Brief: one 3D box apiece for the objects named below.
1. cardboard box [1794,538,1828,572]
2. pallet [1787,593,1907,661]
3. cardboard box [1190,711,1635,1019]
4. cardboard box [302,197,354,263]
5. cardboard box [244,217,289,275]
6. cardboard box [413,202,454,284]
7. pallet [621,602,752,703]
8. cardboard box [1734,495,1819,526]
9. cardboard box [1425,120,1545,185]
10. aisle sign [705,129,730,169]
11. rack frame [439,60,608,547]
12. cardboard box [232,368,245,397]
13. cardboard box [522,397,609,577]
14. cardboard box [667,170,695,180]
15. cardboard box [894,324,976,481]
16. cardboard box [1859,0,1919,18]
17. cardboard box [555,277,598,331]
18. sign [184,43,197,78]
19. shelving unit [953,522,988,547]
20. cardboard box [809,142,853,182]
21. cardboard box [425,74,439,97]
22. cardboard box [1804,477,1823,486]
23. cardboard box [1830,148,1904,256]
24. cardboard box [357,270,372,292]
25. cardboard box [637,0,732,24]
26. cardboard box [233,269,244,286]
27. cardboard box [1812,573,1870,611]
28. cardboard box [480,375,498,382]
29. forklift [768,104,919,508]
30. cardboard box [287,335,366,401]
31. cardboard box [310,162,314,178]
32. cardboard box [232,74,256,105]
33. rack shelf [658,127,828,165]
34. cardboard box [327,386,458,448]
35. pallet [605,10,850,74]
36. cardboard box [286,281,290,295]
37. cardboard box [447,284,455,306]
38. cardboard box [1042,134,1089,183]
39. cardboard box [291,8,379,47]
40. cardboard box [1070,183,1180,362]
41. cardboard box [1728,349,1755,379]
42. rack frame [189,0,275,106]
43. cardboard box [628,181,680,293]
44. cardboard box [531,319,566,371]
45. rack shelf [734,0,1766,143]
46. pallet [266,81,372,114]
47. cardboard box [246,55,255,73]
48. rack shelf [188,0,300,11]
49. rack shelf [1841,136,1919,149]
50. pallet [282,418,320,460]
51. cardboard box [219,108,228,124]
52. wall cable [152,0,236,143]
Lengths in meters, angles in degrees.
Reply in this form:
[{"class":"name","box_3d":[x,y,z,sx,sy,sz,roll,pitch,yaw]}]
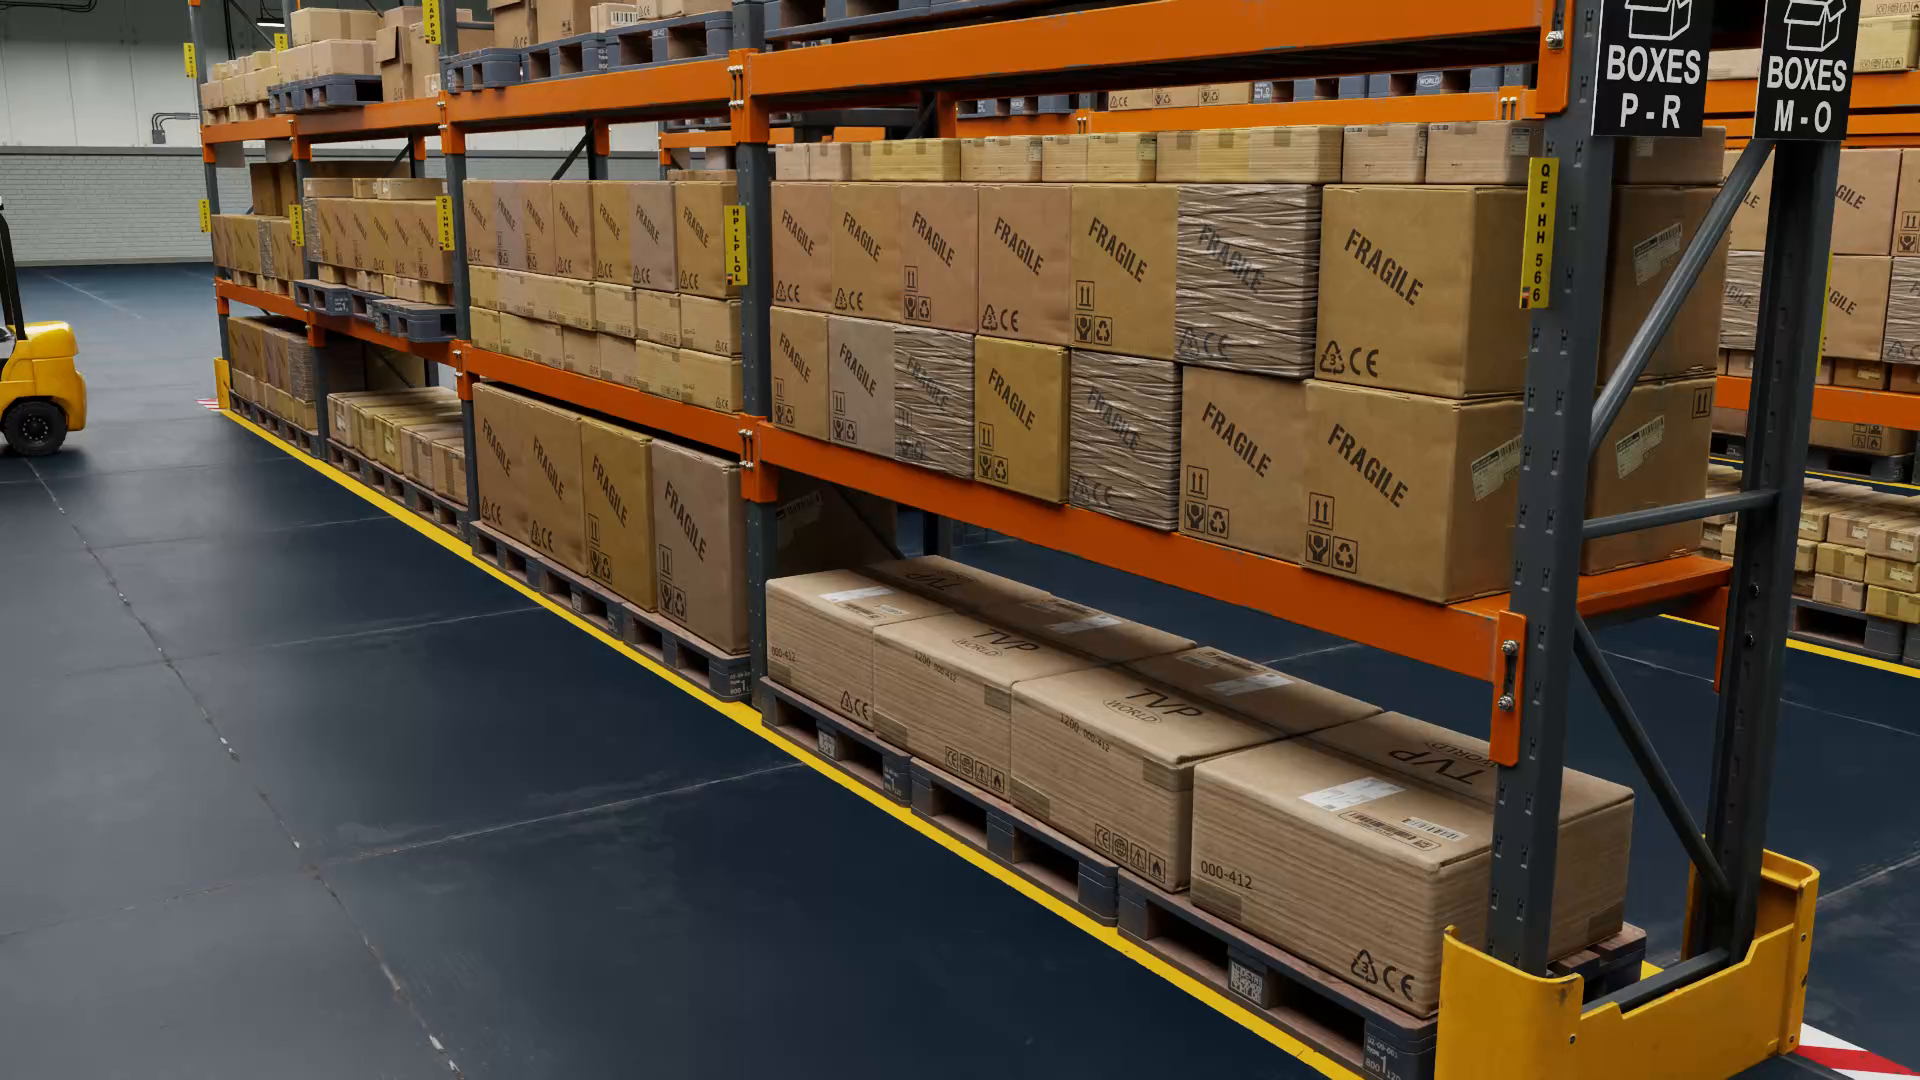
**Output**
[{"class":"cardboard box","box_3d":[4.379,0.049,8.611,0.380,0.149,0.250,-8,15,-32]},{"class":"pallet","box_3d":[4.664,0.326,8.876,1.003,0.211,1.213,-8,15,-33]},{"class":"cardboard box","box_3d":[1.285,0.888,4.795,0.875,0.438,0.875,-9,15,-35]},{"class":"cardboard box","box_3d":[-4.894,-2.469,13.219,0.500,0.500,0.500,-8,14,-31]},{"class":"cardboard box","box_3d":[-6.238,-2.704,15.275,0.500,0.500,0.500,-8,15,-34]},{"class":"cardboard box","box_3d":[-3.182,-1.923,10.721,0.500,0.500,0.500,-9,15,-34]},{"class":"pallet","box_3d":[-0.973,0.469,8.221,1.003,0.211,1.213,-8,15,-33]},{"class":"cardboard box","box_3d":[4.342,-0.153,8.839,0.380,0.149,0.250,-9,15,-35]},{"class":"cardboard box","box_3d":[1.368,-0.947,4.080,0.380,0.149,0.250,-8,15,-32]},{"class":"aisle sign","box_3d":[-2.856,-4.821,19.799,0.394,0.787,0.004,-8,15,-33]},{"class":"rack frame","box_3d":[-2.699,-1.476,10.589,1.000,3.000,0.127,-8,15,-33]},{"class":"cardboard box","box_3d":[-6.914,-1.584,16.539,0.500,0.250,0.500,-8,15,-33]},{"class":"cardboard box","box_3d":[-1.894,-0.351,9.437,0.875,0.875,0.875,-8,15,-32]},{"class":"cardboard box","box_3d":[-2.893,-4.033,19.403,0.875,0.550,0.550,-8,15,-33]},{"class":"cardboard box","box_3d":[0.105,-0.520,5.983,0.500,0.500,0.500,-8,15,-32]},{"class":"cardboard box","box_3d":[4.496,-2.618,7.974,0.500,0.250,0.500,-9,15,-35]},{"class":"cardboard box","box_3d":[-1.802,-1.254,8.754,0.500,0.250,0.500,-8,15,-32]},{"class":"sign","box_3d":[-7.583,-4.727,16.388,0.100,0.325,0.005,-8,15,-33]},{"class":"shelving unit","box_3d":[0.030,-0.503,10.706,0.215,1.050,0.252,-8,15,-33]},{"class":"cardboard box","box_3d":[-0.368,-1.488,6.553,0.380,0.149,0.250,-8,15,-32]},{"class":"cardboard box","box_3d":[-3.192,-2.893,10.636,0.380,0.149,0.250,-8,15,-33]},{"class":"cardboard box","box_3d":[4.621,-0.262,9.337,0.380,0.149,0.250,-9,15,-35]},{"class":"cardboard box","box_3d":[4.466,-1.667,8.192,0.500,0.500,0.500,-9,15,-35]},{"class":"cardboard box","box_3d":[-4.173,-1.899,12.129,0.380,0.149,0.250,-7,14,-31]},{"class":"cardboard box","box_3d":[-1.145,-2.523,7.584,0.500,0.311,0.500,-8,15,-33]},{"class":"cardboard box","box_3d":[-6.782,-2.540,16.046,0.380,0.149,0.250,-8,15,-32]},{"class":"cardboard box","box_3d":[4.556,0.239,8.436,0.380,0.149,0.250,-8,15,-32]},{"class":"cardboard box","box_3d":[-4.376,-1.319,15.717,0.500,0.500,0.500,1,12,6]},{"class":"forklift","box_3d":[-0.964,-1.900,12.688,1.130,2.935,3.031,-6,14,-24]},{"class":"cardboard box","box_3d":[-5.466,-1.489,14.347,0.500,0.500,0.500,-8,15,-34]},{"class":"cardboard box","box_3d":[-5.498,-3.160,15.019,0.700,0.500,0.500,-8,15,-34]},{"class":"cardboard box","box_3d":[-6.229,-4.042,14.957,0.500,0.250,0.500,-8,15,-32]},{"class":"rack shelf","box_3d":[-1.958,-4.261,17.987,1.077,0.370,4.000,-8,15,-33]},{"class":"cardboard box","box_3d":[-4.622,-1.016,13.653,0.950,0.372,0.625,-8,15,-32]},{"class":"pallet","box_3d":[-1.031,-2.294,7.755,0.805,0.209,1.217,-9,15,-35]},{"class":"cardboard box","box_3d":[-5.696,-2.231,14.629,0.380,0.149,0.250,-8,15,-34]},{"class":"cardboard box","box_3d":[-3.076,-1.589,10.711,0.380,0.149,0.250,-7,14,-31]},{"class":"cardboard box","box_3d":[0.486,-1.217,5.312,0.380,0.149,0.250,-8,14,-31]},{"class":"cardboard box","box_3d":[-4.640,-3.790,12.348,0.500,0.250,0.500,-8,15,-34]},{"class":"cardboard box","box_3d":[0.683,-0.826,5.042,0.500,0.500,0.500,-8,15,-33]},{"class":"cardboard box","box_3d":[4.237,-0.928,8.672,0.380,0.149,0.250,-7,14,-30]},{"class":"rack frame","box_3d":[-7.131,-5.829,16.455,1.000,3.000,0.127,-8,15,-33]},{"class":"cardboard box","box_3d":[-1.232,-1.443,7.863,0.500,0.500,0.500,-8,15,-32]},{"class":"cardboard box","box_3d":[-2.052,-1.103,9.233,0.500,0.250,0.500,-8,14,-31]},{"class":"rack shelf","box_3d":[0.626,-1.523,5.466,1.077,0.370,4.000,-8,15,-33]},{"class":"pallet","box_3d":[-4.661,-3.439,12.982,1.213,0.211,1.003,-8,15,-33]},{"class":"cardboard box","box_3d":[-6.047,-4.173,14.622,0.380,0.149,0.250,-8,15,-32]},{"class":"rack shelf","box_3d":[-6.023,-5.121,14.905,1.077,0.370,4.000,-8,15,-33]},{"class":"rack shelf","box_3d":[10.783,-3.993,16.764,1.077,0.370,4.000,-8,15,-33]},{"class":"pallet","box_3d":[-5.316,-0.940,14.667,1.003,0.211,1.213,-8,15,-33]},{"class":"cardboard box","box_3d":[-6.879,-4.057,15.957,0.380,0.149,0.250,-8,14,-31]},{"class":"wall cable","box_3d":[-20.867,-13.809,44.983,2.305,6.003,0.169,-8,15,-33]}]
